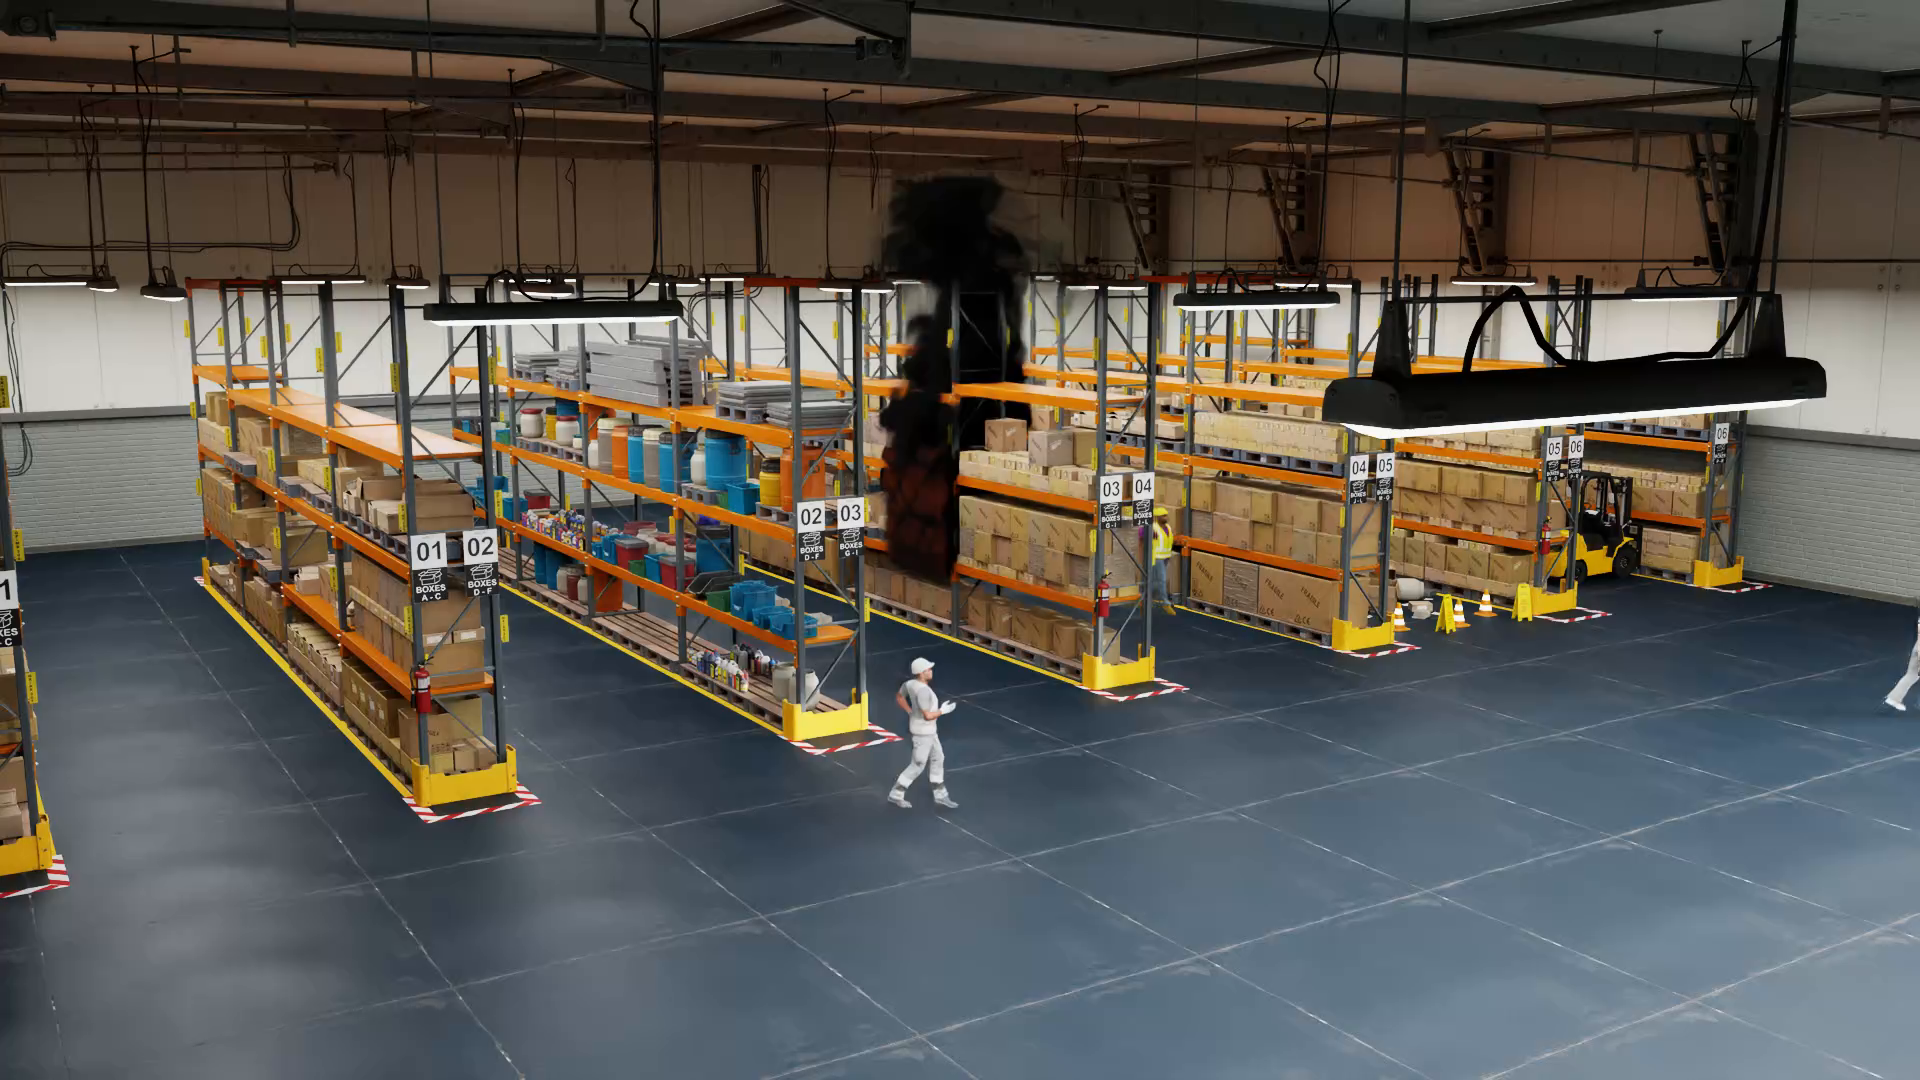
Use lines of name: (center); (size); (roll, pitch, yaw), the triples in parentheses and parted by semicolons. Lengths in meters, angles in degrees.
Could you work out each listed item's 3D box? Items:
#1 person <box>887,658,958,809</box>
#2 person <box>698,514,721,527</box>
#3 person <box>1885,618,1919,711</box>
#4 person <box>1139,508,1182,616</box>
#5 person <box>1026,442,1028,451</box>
person: (-0.431, 2.249, 19.147); (0.847, 1.825, 0.640); (-1, 10, -7)
person: (-4.697, 0.013, 31.450); (0.585, 1.618, 0.769); (-9, 13, -43)
person: (13.439, 1.633, 23.209); (0.857, 1.714, 0.535); (1, 10, 4)
person: (3.480, 0.342, 28.845); (0.827, 1.827, 0.684); (8, 13, 41)
person: (1.945, -1.980, 44.831); (0.558, 1.670, 0.727); (0, 10, 1)
